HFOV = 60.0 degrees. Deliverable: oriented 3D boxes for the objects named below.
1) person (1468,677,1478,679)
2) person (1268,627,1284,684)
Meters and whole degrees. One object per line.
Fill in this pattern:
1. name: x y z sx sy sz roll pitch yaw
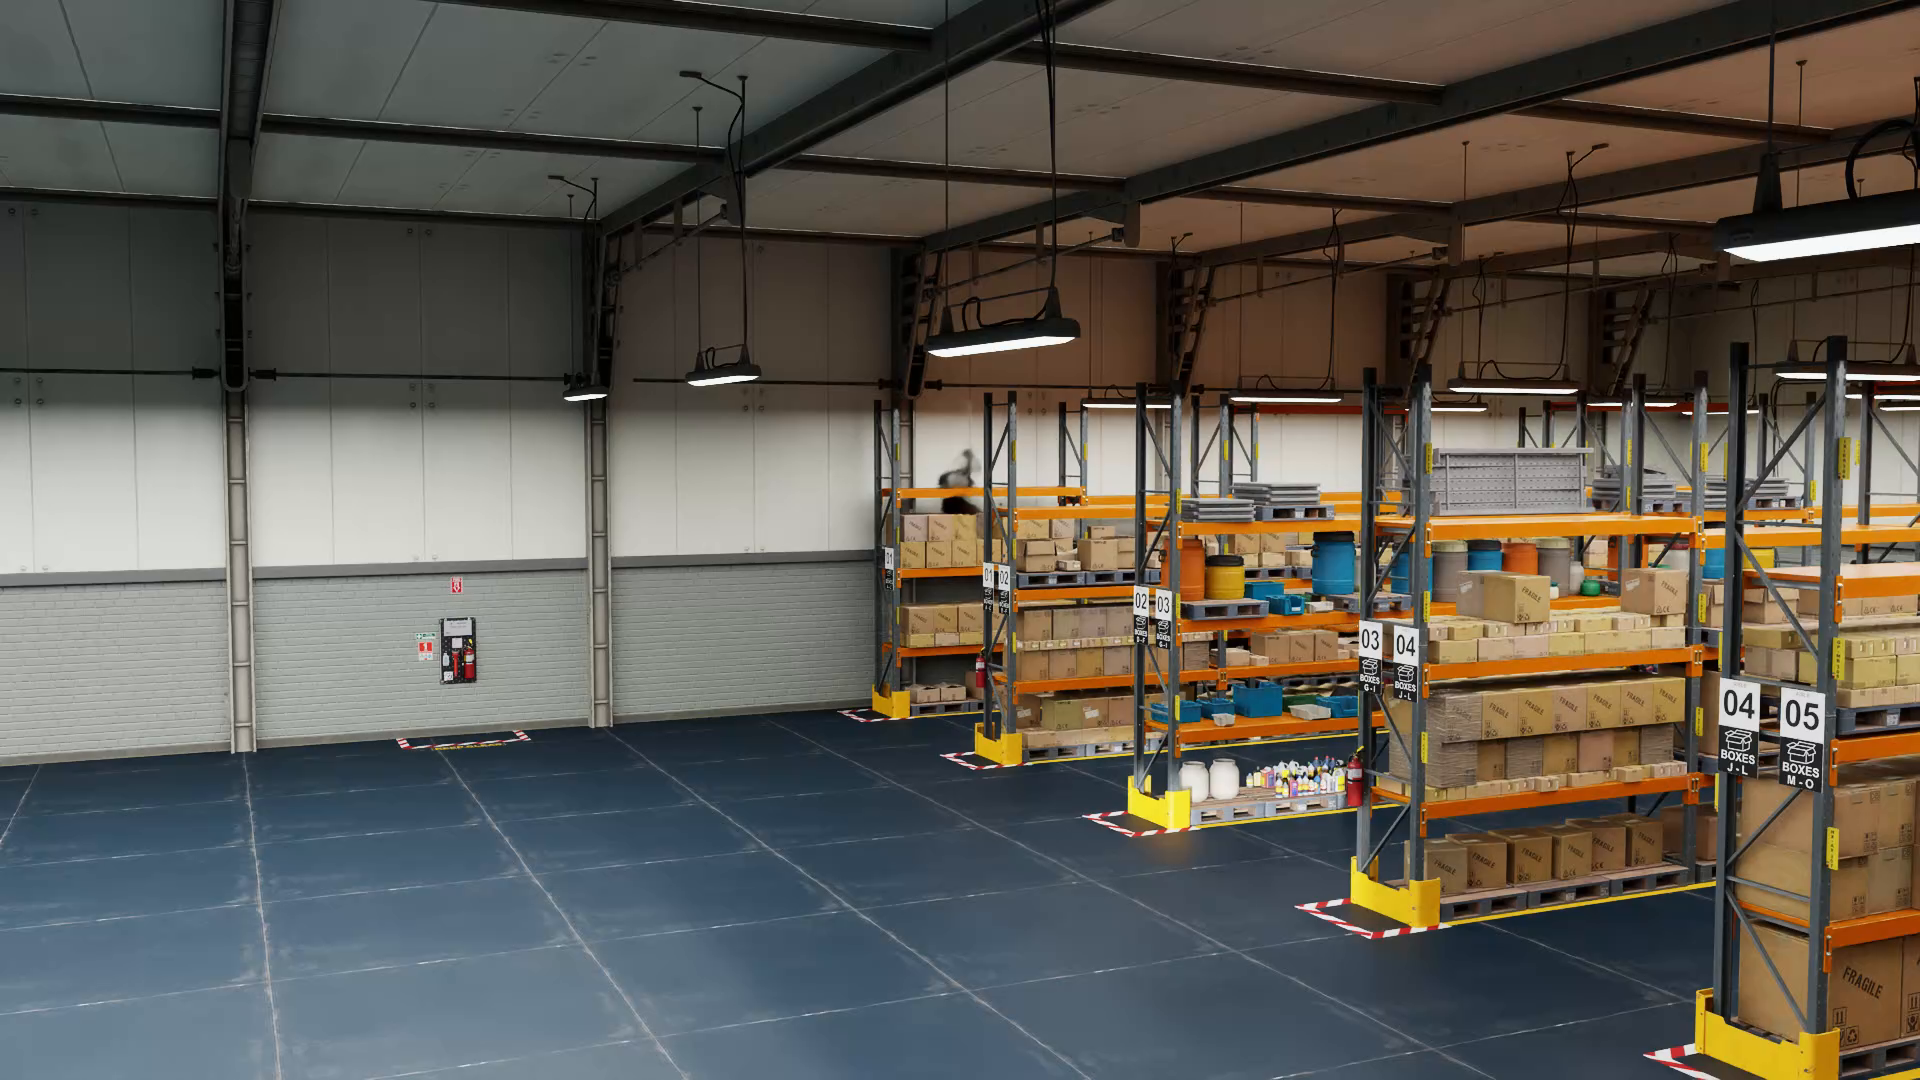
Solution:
1. person: 8.717 2.687 28.109 0.707 1.745 0.661 -2 4 -28
2. person: 6.004 2.456 31.566 0.891 1.685 0.586 -2 4 -29
